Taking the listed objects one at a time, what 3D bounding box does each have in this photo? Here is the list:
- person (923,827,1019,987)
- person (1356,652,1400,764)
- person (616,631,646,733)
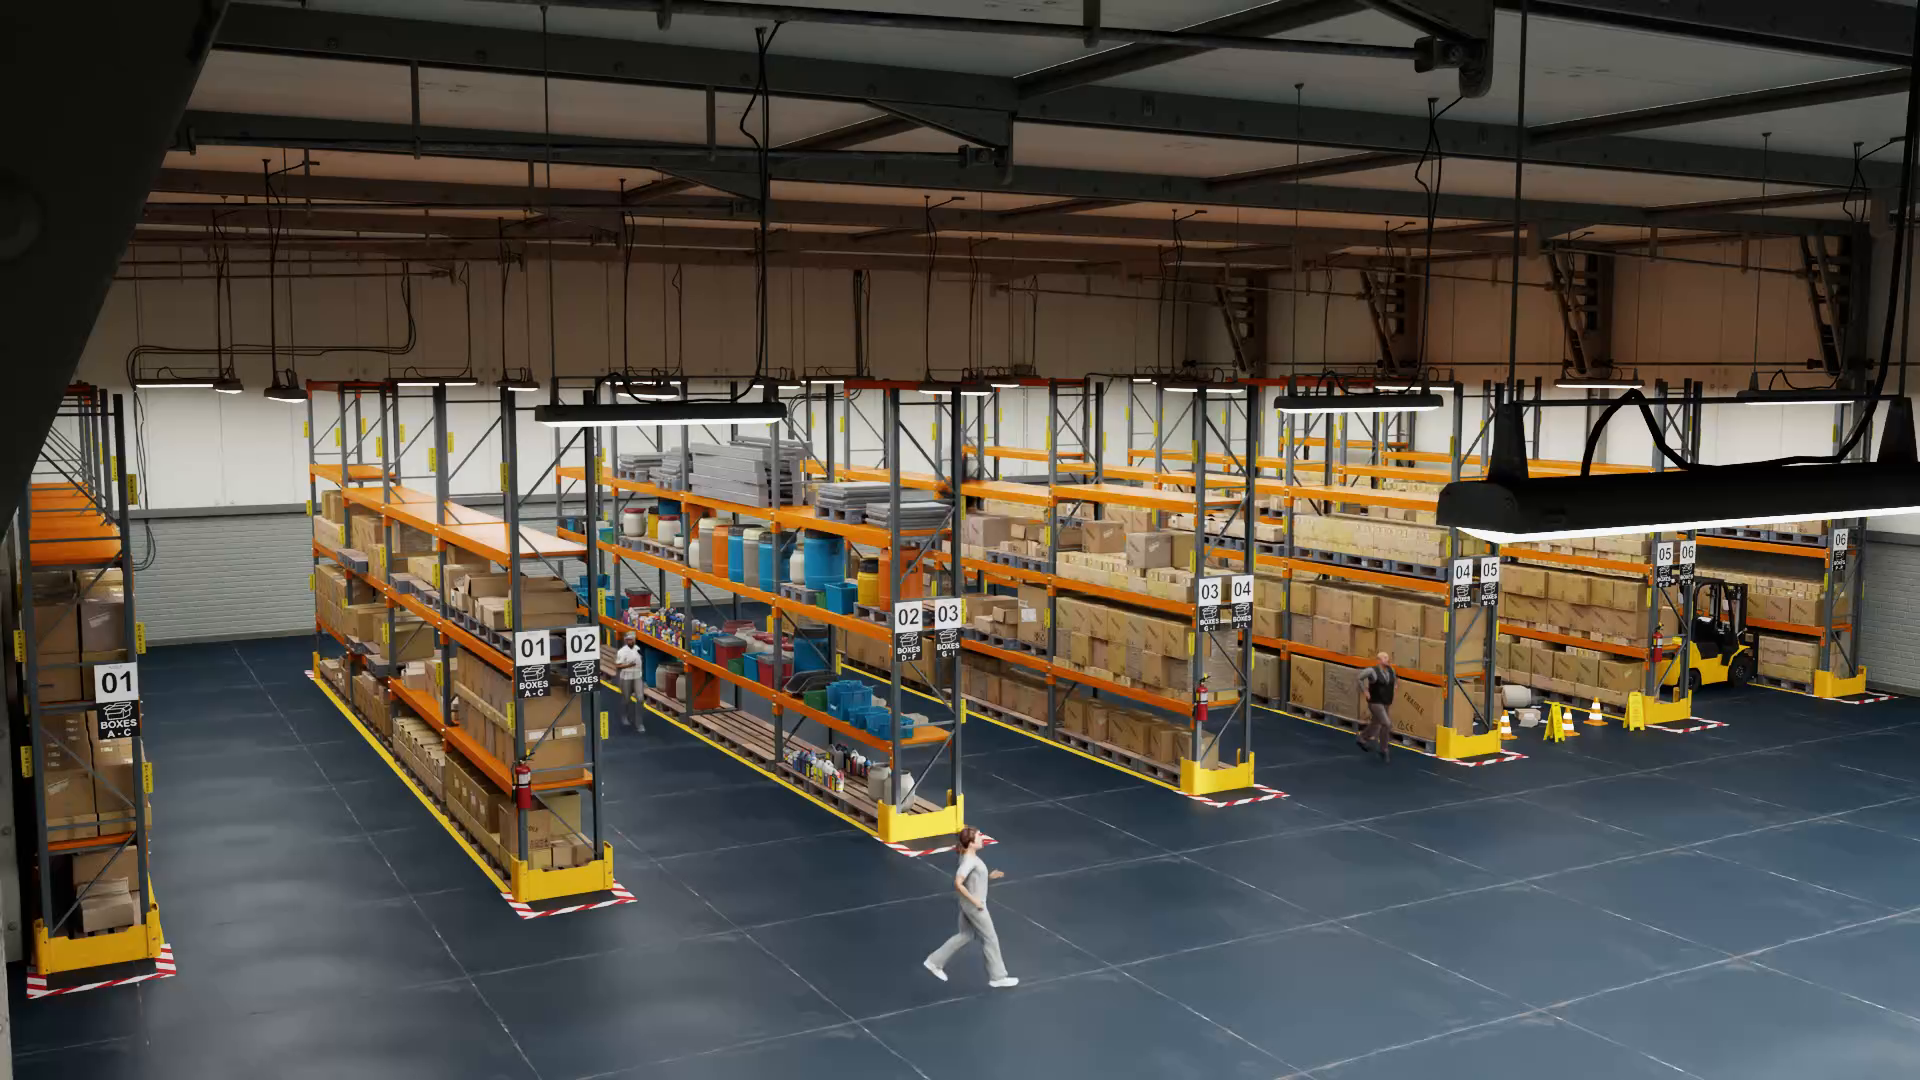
[{"bbox_3d":[0.115,3.703,16.762,0.969,1.641,0.567,-1,6,-11],"label":"person"},{"bbox_3d":[6.699,2.660,26.687,0.631,1.777,0.830,-4,7,-35],"label":"person"},{"bbox_3d":[-5.687,2.429,28.748,0.560,1.754,0.742,-4,7,-30],"label":"person"}]
